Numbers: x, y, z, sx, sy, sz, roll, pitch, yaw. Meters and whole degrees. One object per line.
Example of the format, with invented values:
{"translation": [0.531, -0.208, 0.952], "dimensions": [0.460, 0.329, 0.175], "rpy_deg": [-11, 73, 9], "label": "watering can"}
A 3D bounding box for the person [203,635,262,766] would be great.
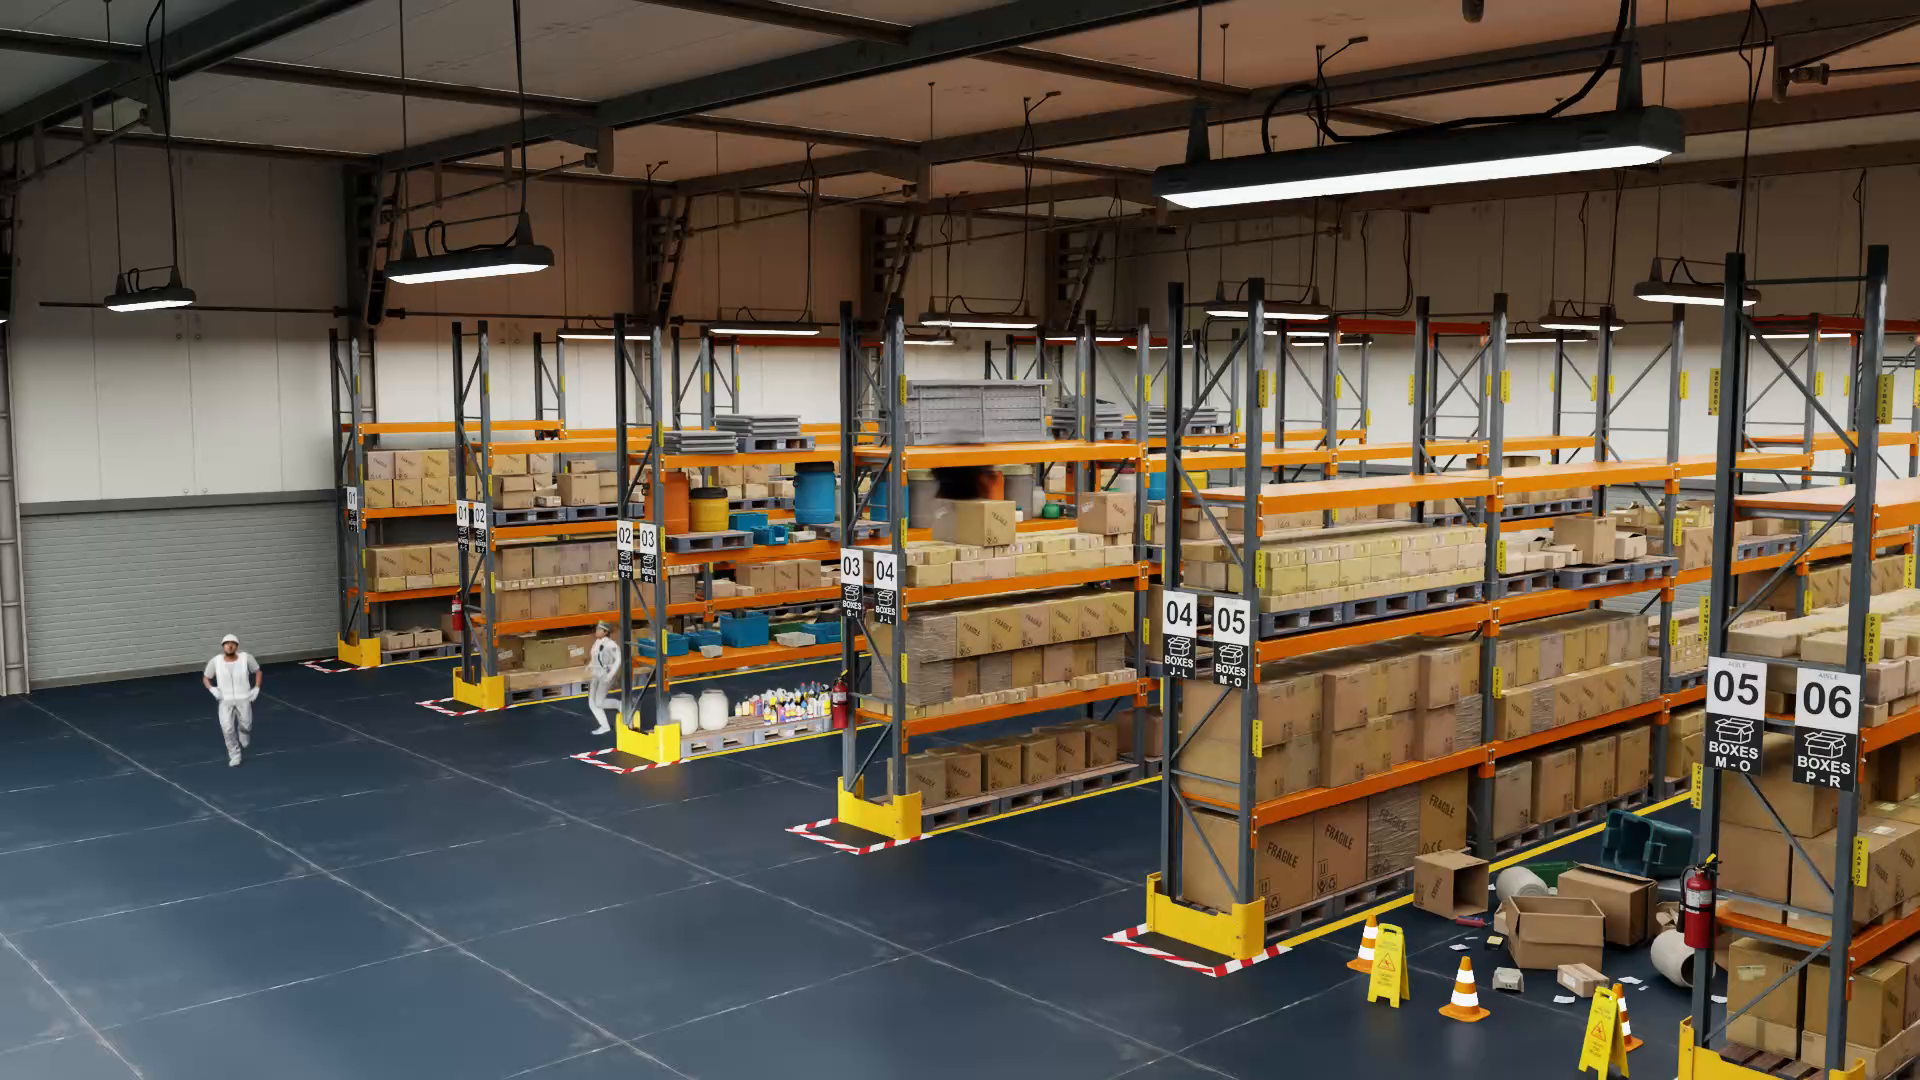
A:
{"translation": [-9.698, 2.119, 22.197], "dimensions": [0.729, 1.731, 0.599], "rpy_deg": [-3, 6, -25], "label": "person"}

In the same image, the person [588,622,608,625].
{"translation": [-6.584, 1.323, 30.297], "dimensions": [0.626, 1.764, 0.734], "rpy_deg": [3, 6, 25], "label": "person"}

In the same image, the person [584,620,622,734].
{"translation": [-5.134, 1.976, 24.109], "dimensions": [0.661, 1.663, 0.547], "rpy_deg": [5, 8, 44], "label": "person"}
